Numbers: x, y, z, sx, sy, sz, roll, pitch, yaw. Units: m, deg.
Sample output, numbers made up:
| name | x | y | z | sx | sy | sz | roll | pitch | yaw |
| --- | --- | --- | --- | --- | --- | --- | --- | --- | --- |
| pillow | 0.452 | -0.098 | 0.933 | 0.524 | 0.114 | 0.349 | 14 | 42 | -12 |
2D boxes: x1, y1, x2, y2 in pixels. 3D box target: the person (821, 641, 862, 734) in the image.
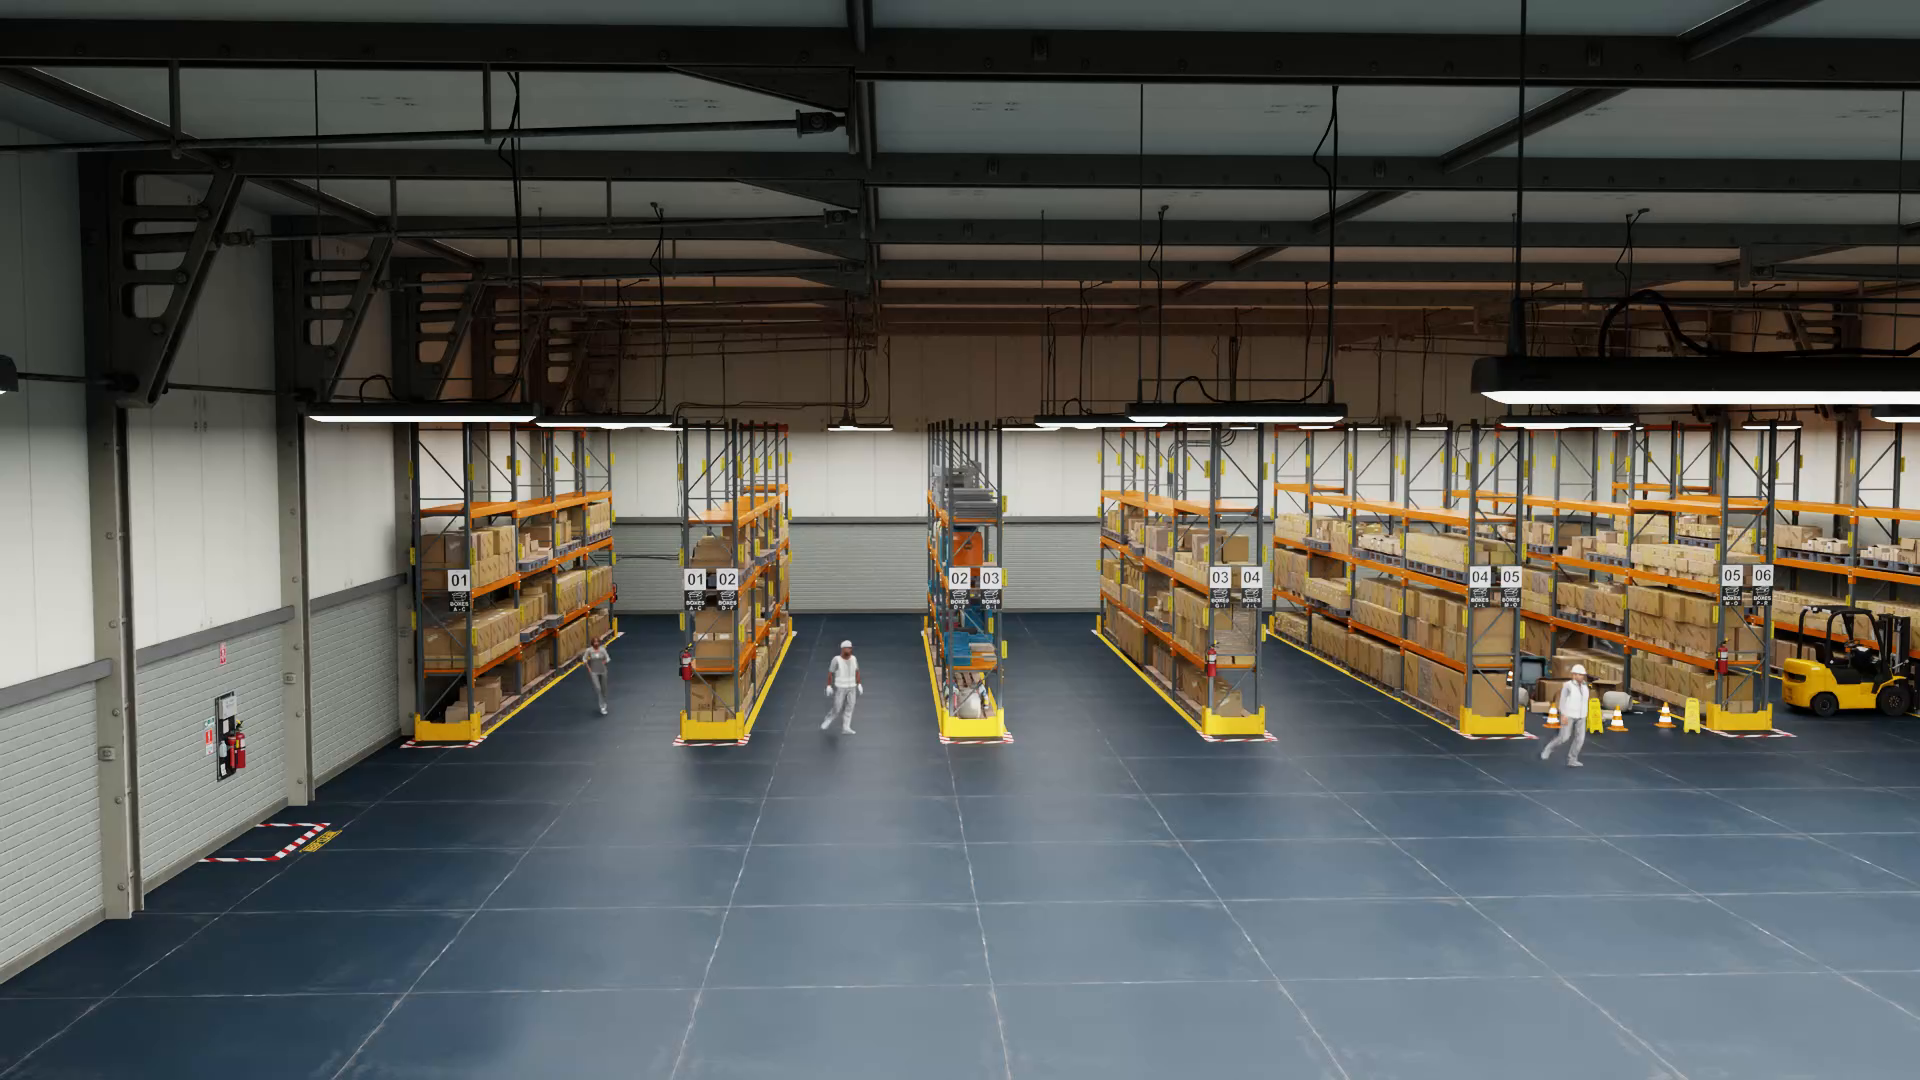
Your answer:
| name | x | y | z | sx | sy | sz | roll | pitch | yaw |
| --- | --- | --- | --- | --- | --- | --- | --- | --- | --- |
| person | -2.271 | 2.801 | 31.676 | 0.718 | 1.775 | 0.581 | -2 | 4 | -33 |

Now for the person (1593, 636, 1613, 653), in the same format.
| name | x | y | z | sx | sy | sz | roll | pitch | yaw |
| --- | --- | --- | --- | --- | --- | --- | --- | --- | --- |
| person | 16.183 | 2.184 | 41.984 | 0.708 | 1.718 | 0.712 | -1 | 4 | -12 |

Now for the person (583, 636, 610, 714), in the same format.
| name | x | y | z | sx | sy | sz | roll | pitch | yaw |
| --- | --- | --- | --- | --- | --- | --- | --- | --- | --- |
| person | -7.420 | 2.736 | 34.005 | 0.531 | 1.562 | 0.838 | -2 | 4 | -25 |

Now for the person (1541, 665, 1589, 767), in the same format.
| name | x | y | z | sx | sy | sz | roll | pitch | yaw |
| --- | --- | --- | --- | --- | --- | --- | --- | --- | --- |
| person | 10.429 | 3.009 | 28.589 | 0.710 | 1.742 | 0.600 | -1 | 4 | -18 |
